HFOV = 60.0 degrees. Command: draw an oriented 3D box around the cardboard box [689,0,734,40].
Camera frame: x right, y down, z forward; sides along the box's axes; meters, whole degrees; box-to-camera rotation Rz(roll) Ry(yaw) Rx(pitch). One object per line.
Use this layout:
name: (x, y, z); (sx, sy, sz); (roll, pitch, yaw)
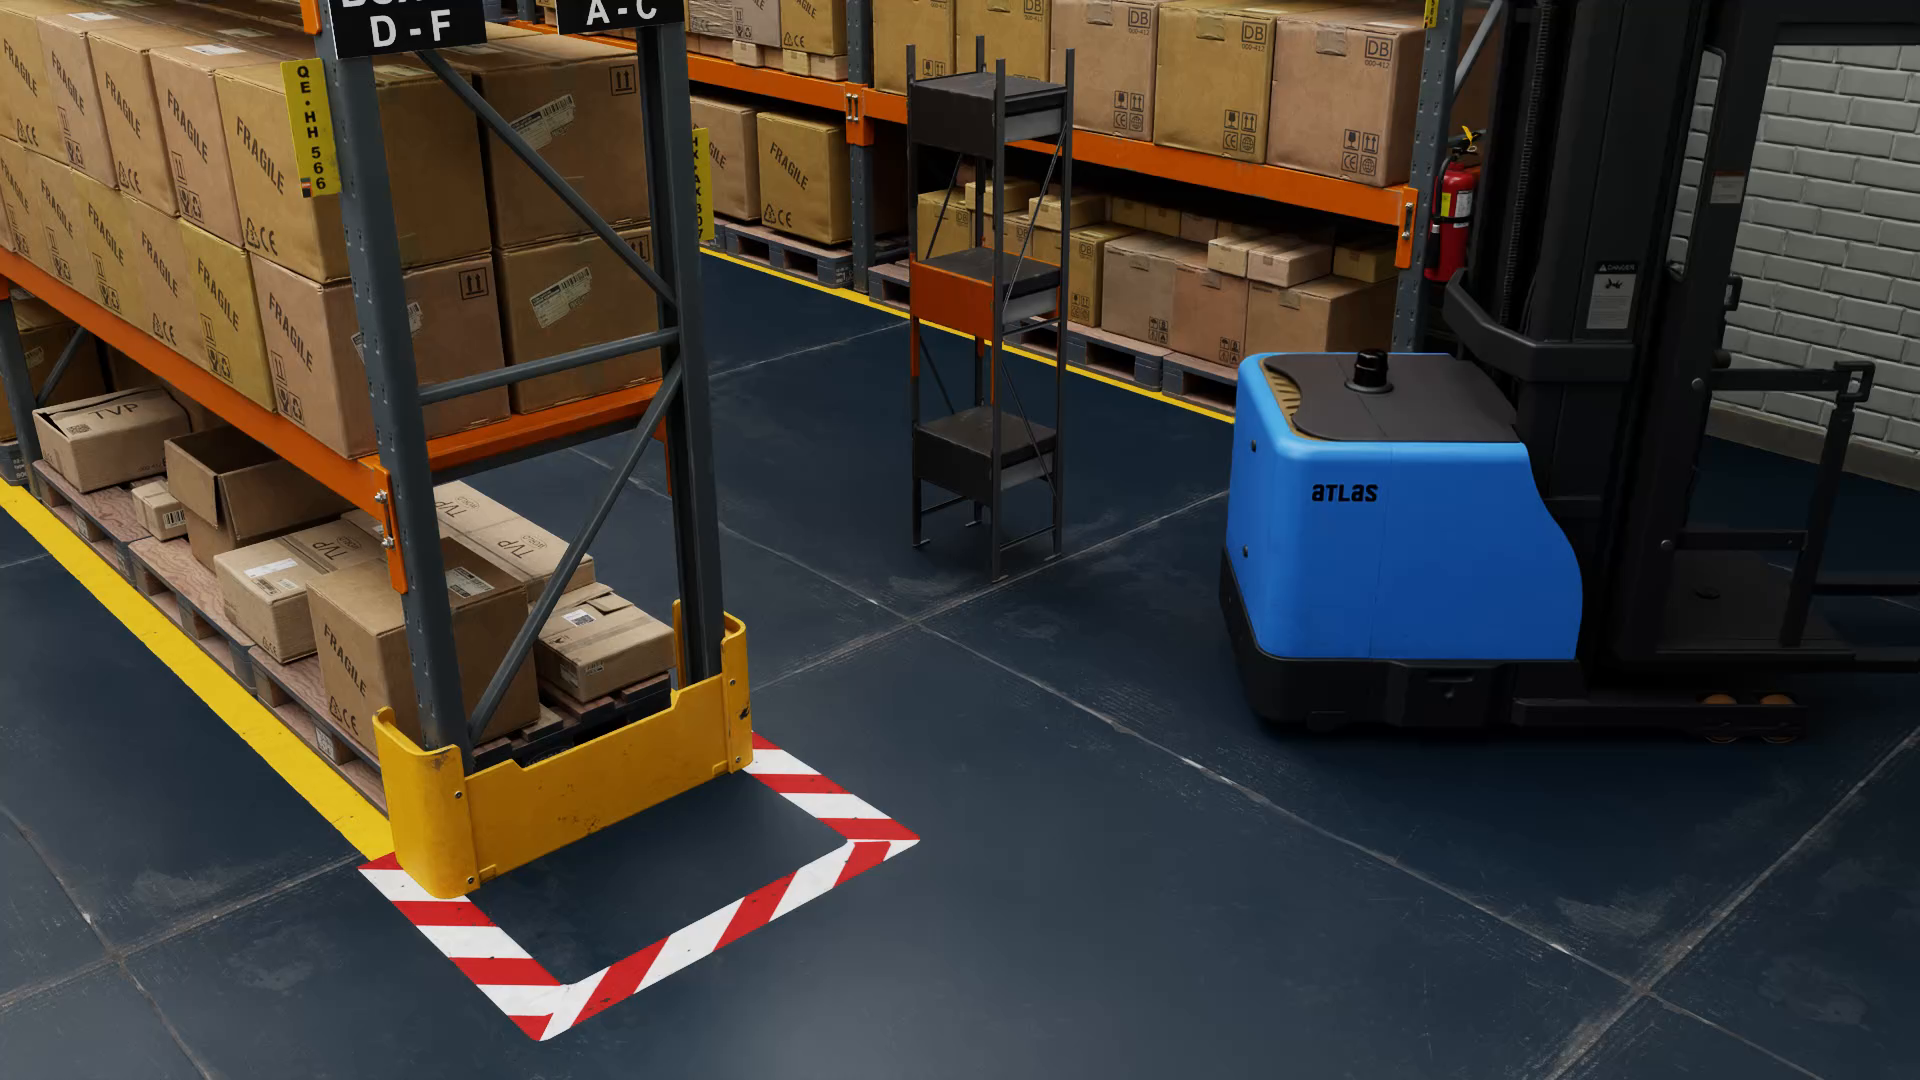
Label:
cardboard box: (-1.477, -3.668, 11.173); (0.500, 0.500, 0.500); (-21, 32, -38)

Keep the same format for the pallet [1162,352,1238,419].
pallet: (1.846, -0.843, 8.843); (1.003, 0.211, 1.213); (-21, 32, -38)

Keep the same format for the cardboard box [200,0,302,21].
cardboard box: (-2.324, -1.657, 5.944); (0.500, 0.500, 0.500); (-22, 32, -39)

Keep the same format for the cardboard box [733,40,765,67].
cardboard box: (-1.280, -3.245, 11.027); (0.380, 0.149, 0.250); (-21, 32, -38)

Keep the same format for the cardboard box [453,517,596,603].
cardboard box: (-1.670, 0.169, 6.048); (0.500, 0.250, 0.500); (-21, 32, -38)

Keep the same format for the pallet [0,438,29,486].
pallet: (-4.482, -0.664, 8.451); (1.003, 0.211, 1.213); (-21, 32, -38)

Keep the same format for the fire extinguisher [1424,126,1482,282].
fire extinguisher: (2.215, -1.510, 7.488); (0.296, 0.674, 0.183); (-21, 32, -38)

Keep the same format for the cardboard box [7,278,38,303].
cardboard box: (-4.776, -0.980, 8.266); (0.500, 0.500, 0.500); (-21, 32, -38)

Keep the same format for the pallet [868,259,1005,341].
pallet: (0.178, -1.582, 10.464); (1.003, 0.211, 1.213); (-21, 32, -38)

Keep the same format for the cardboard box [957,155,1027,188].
cardboard box: (0.197, -2.297, 10.395); (0.380, 0.149, 0.250); (-21, 32, -39)

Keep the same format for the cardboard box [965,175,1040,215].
cardboard box: (0.252, -2.041, 9.834); (0.380, 0.149, 0.250); (-20, 31, -37)

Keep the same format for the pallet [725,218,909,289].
pallet: (-0.867, -2.047, 11.483); (1.003, 0.211, 1.213); (-21, 32, -38)

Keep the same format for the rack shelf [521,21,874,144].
rack shelf: (-1.652, -3.382, 11.916); (1.077, 0.370, 4.000); (-21, 32, -38)

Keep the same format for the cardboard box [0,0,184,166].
cardboard box: (-3.077, -1.663, 5.955); (0.500, 0.500, 0.500); (-22, 33, -40)

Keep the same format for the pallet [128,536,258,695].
pallet: (-2.591, 0.150, 6.667); (1.003, 0.211, 1.213); (-21, 32, -38)

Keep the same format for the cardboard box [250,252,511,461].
cardboard box: (-1.669, -0.589, 4.807); (0.500, 0.500, 0.500); (-20, 31, -37)

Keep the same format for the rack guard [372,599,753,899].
rack guard: (-1.216, 0.629, 5.268); (1.175, 0.500, 0.348); (-21, 32, -38)

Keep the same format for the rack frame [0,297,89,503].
rack frame: (-3.898, -1.697, 7.356); (1.000, 3.000, 0.127); (-21, 32, -38)

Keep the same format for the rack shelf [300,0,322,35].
rack shelf: (-2.531, -2.128, 5.554); (1.077, 0.370, 4.000); (-21, 32, -38)

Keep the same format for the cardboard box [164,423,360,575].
cardboard box: (-2.610, -0.194, 6.538); (0.797, 0.503, 0.637); (-21, 32, -38)

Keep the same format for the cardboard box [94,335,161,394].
cardboard box: (-4.051, -0.975, 8.256); (0.500, 0.500, 0.500); (22, 33, 39)

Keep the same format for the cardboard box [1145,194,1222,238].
cardboard box: (1.261, -1.826, 9.364); (0.380, 0.149, 0.250); (-21, 32, -38)

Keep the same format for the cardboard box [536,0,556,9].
cardboard box: (-2.873, -4.285, 12.526); (0.500, 0.500, 0.500); (-20, 31, -37)

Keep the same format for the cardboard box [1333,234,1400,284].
cardboard box: (2.129, -1.443, 8.523); (0.380, 0.149, 0.250); (-21, 32, -38)

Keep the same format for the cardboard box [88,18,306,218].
cardboard box: (-2.373, -1.351, 5.272); (0.500, 0.500, 0.500); (-20, 31, -37)

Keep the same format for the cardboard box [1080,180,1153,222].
cardboard box: (0.912, -1.981, 9.703); (0.380, 0.149, 0.250); (-21, 32, -38)

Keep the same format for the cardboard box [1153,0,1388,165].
cardboard box: (1.588, -2.397, 8.528); (0.980, 0.700, 0.700); (-22, 32, -39)

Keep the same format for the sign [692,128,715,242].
sign: (-0.768, -1.033, 4.857); (0.100, 0.325, 0.005); (-21, 32, -38)

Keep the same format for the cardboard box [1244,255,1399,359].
cardboard box: (1.898, -1.129, 8.616); (0.700, 0.500, 0.500); (-21, 32, -38)

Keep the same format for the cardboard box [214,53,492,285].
cardboard box: (-1.669, -1.042, 4.595); (0.500, 0.500, 0.500); (-22, 32, -39)

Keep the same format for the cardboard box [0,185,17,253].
cardboard box: (-3.749, -1.511, 6.827); (0.500, 0.500, 0.500); (-20, 31, -37)

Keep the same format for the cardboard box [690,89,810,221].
cardboard box: (-1.434, -2.745, 11.737); (0.750, 0.750, 0.750); (-20, 31, -37)

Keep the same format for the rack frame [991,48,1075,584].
rack frame: (0.280, -0.831, 6.542); (0.400, 2.100, 0.015); (-21, 32, -38)

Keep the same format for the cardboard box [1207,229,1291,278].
cardboard box: (1.502, -1.488, 8.623); (0.380, 0.149, 0.250); (-20, 31, -37)

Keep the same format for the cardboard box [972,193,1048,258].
cardboard box: (0.493, -1.748, 9.974); (0.700, 0.500, 0.500); (-22, 32, -39)

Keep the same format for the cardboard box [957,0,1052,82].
cardboard box: (0.569, -2.848, 9.518); (0.980, 0.700, 0.700); (-22, 33, -40)

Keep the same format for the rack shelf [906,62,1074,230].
rack shelf: (0.113, -1.530, 6.419); (0.431, 0.518, 0.480); (-21, 32, -38)

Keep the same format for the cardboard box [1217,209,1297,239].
cardboard box: (1.612, -1.672, 9.025); (0.380, 0.149, 0.250); (-21, 32, -38)

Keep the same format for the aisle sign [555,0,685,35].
aisle sign: (-0.903, -1.730, 4.297); (0.394, 0.787, 0.004); (-21, 32, -38)

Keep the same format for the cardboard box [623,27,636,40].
cardboard box: (-2.231, -3.744, 12.121); (0.380, 0.149, 0.250); (-20, 31, -37)

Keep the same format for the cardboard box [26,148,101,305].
cardboard box: (-3.056, -1.204, 6.155); (0.500, 0.500, 0.500); (-21, 32, -39)

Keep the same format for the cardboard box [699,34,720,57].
cardboard box: (-1.559, -3.418, 11.406); (0.380, 0.149, 0.250); (-22, 33, -40)

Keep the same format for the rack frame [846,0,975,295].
rack frame: (-0.285, -3.103, 10.438); (1.000, 3.000, 0.127); (-21, 32, -38)

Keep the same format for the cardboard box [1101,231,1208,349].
cardboard box: (1.212, -1.433, 9.282); (0.500, 0.500, 0.700); (23, 33, 40)

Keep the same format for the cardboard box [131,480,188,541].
cardboard box: (-3.171, -0.160, 6.871); (0.380, 0.166, 0.250); (-21, 32, -38)

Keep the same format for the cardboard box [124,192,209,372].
cardboard box: (-2.363, -0.898, 5.484); (0.500, 0.500, 0.500); (-21, 32, -38)

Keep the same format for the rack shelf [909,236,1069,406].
rack shelf: (0.113, -0.893, 6.710); (0.431, 0.518, 0.480); (-21, 32, -38)

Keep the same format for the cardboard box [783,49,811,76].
cardboard box: (-0.912, -3.090, 10.688); (0.380, 0.149, 0.250); (-21, 32, -38)

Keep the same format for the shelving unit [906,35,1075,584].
shelving unit: (0.113, -0.905, 6.704); (0.431, 2.100, 0.503); (-21, 32, -38)

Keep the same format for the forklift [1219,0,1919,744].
forklift: (2.533, -0.856, 5.594); (3.031, 2.935, 1.130); (0, 25, 1)

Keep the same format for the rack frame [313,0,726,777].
rack frame: (-1.164, -0.485, 4.699); (1.000, 3.000, 0.127); (-21, 32, -38)

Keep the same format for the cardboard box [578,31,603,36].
cardboard box: (-2.677, -3.861, 12.378); (0.380, 0.149, 0.250); (-20, 31, -37)

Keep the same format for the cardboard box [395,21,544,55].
cardboard box: (-1.638, -1.351, 5.272); (0.500, 0.500, 0.500); (-21, 32, -38)

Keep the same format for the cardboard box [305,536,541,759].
cardboard box: (-1.716, 0.357, 5.335); (0.500, 0.500, 0.500); (-21, 32, -38)

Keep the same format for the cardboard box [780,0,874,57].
cardboard box: (-0.784, -3.362, 10.502); (0.500, 0.500, 0.500); (-22, 32, -39)

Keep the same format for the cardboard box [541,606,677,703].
cardboard box: (-1.199, 0.388, 5.691); (0.380, 0.149, 0.250); (-21, 32, -38)
